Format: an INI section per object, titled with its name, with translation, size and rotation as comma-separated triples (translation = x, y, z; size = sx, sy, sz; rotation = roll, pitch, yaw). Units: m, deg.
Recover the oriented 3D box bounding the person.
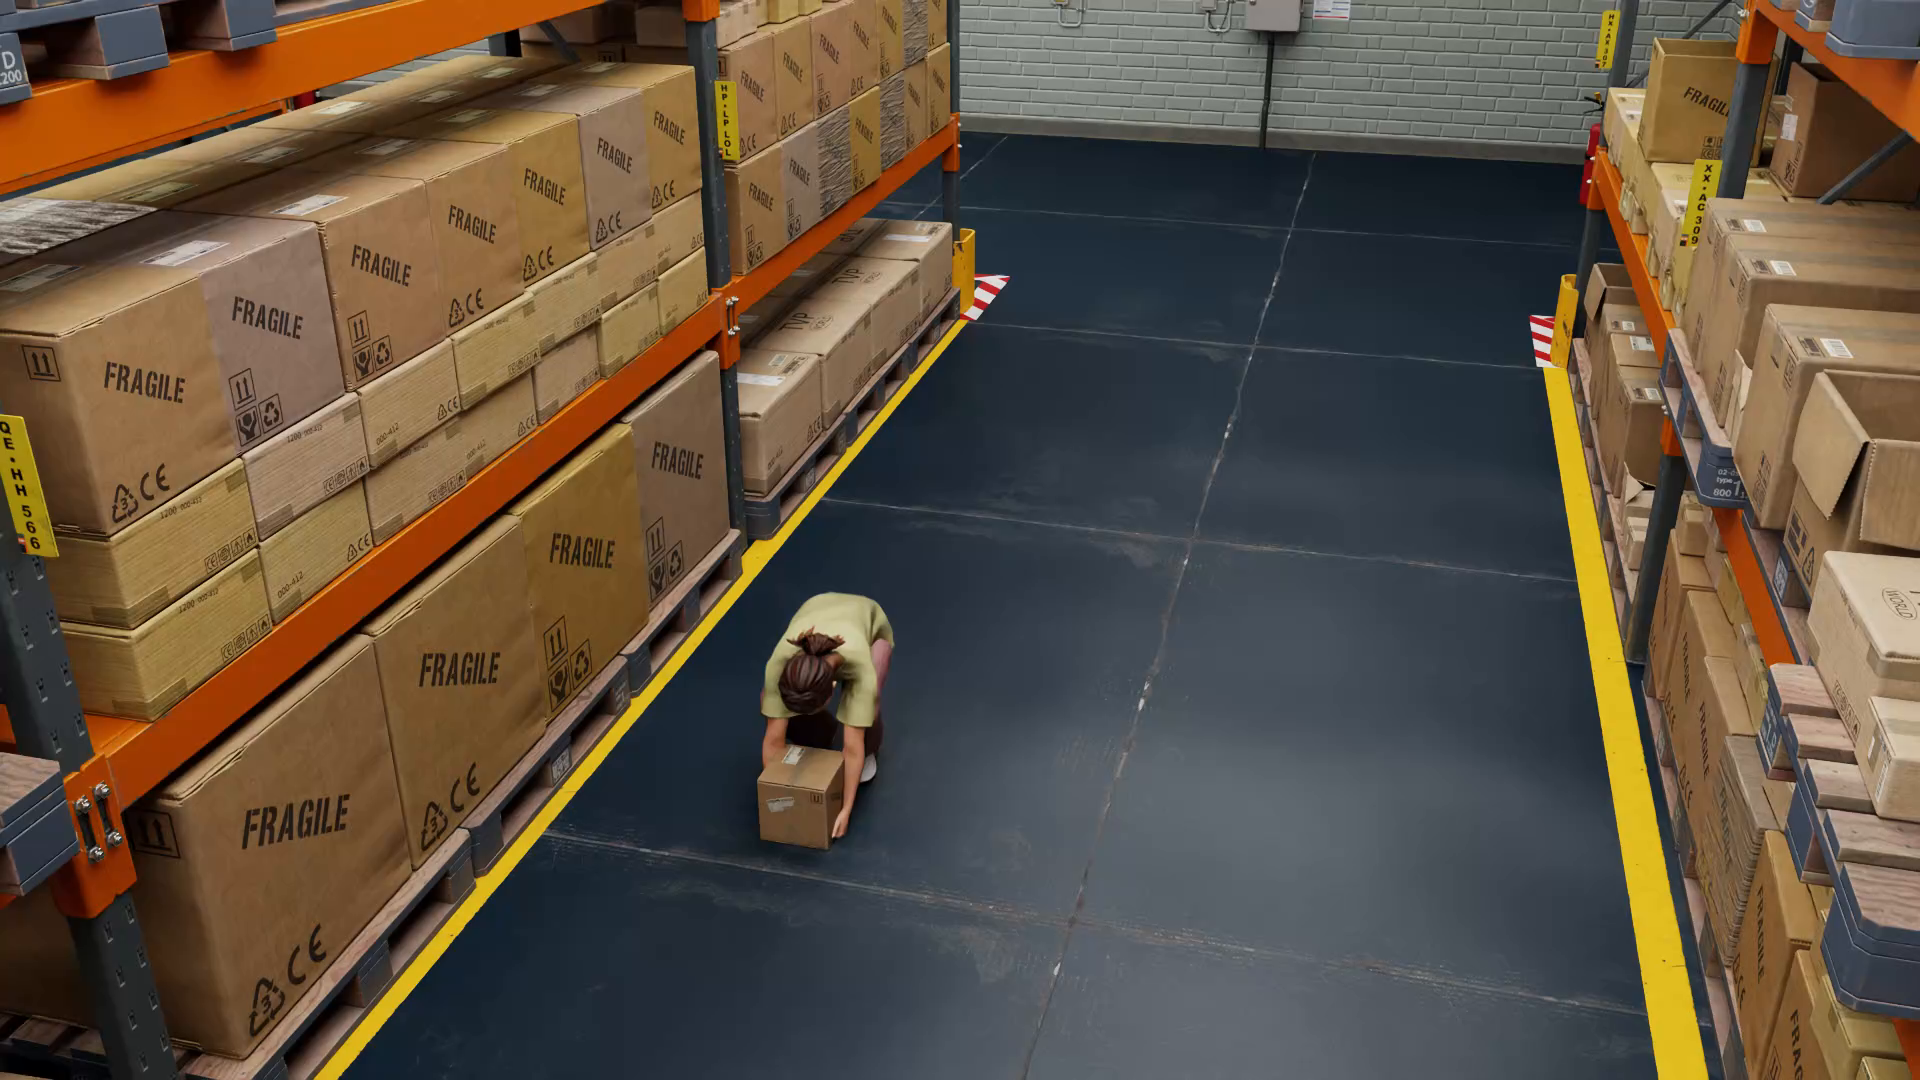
[person]
translation = -0.478, 0.573, 6.047
size = 0.449, 0.753, 0.855
rotation = 6, 26, 12
